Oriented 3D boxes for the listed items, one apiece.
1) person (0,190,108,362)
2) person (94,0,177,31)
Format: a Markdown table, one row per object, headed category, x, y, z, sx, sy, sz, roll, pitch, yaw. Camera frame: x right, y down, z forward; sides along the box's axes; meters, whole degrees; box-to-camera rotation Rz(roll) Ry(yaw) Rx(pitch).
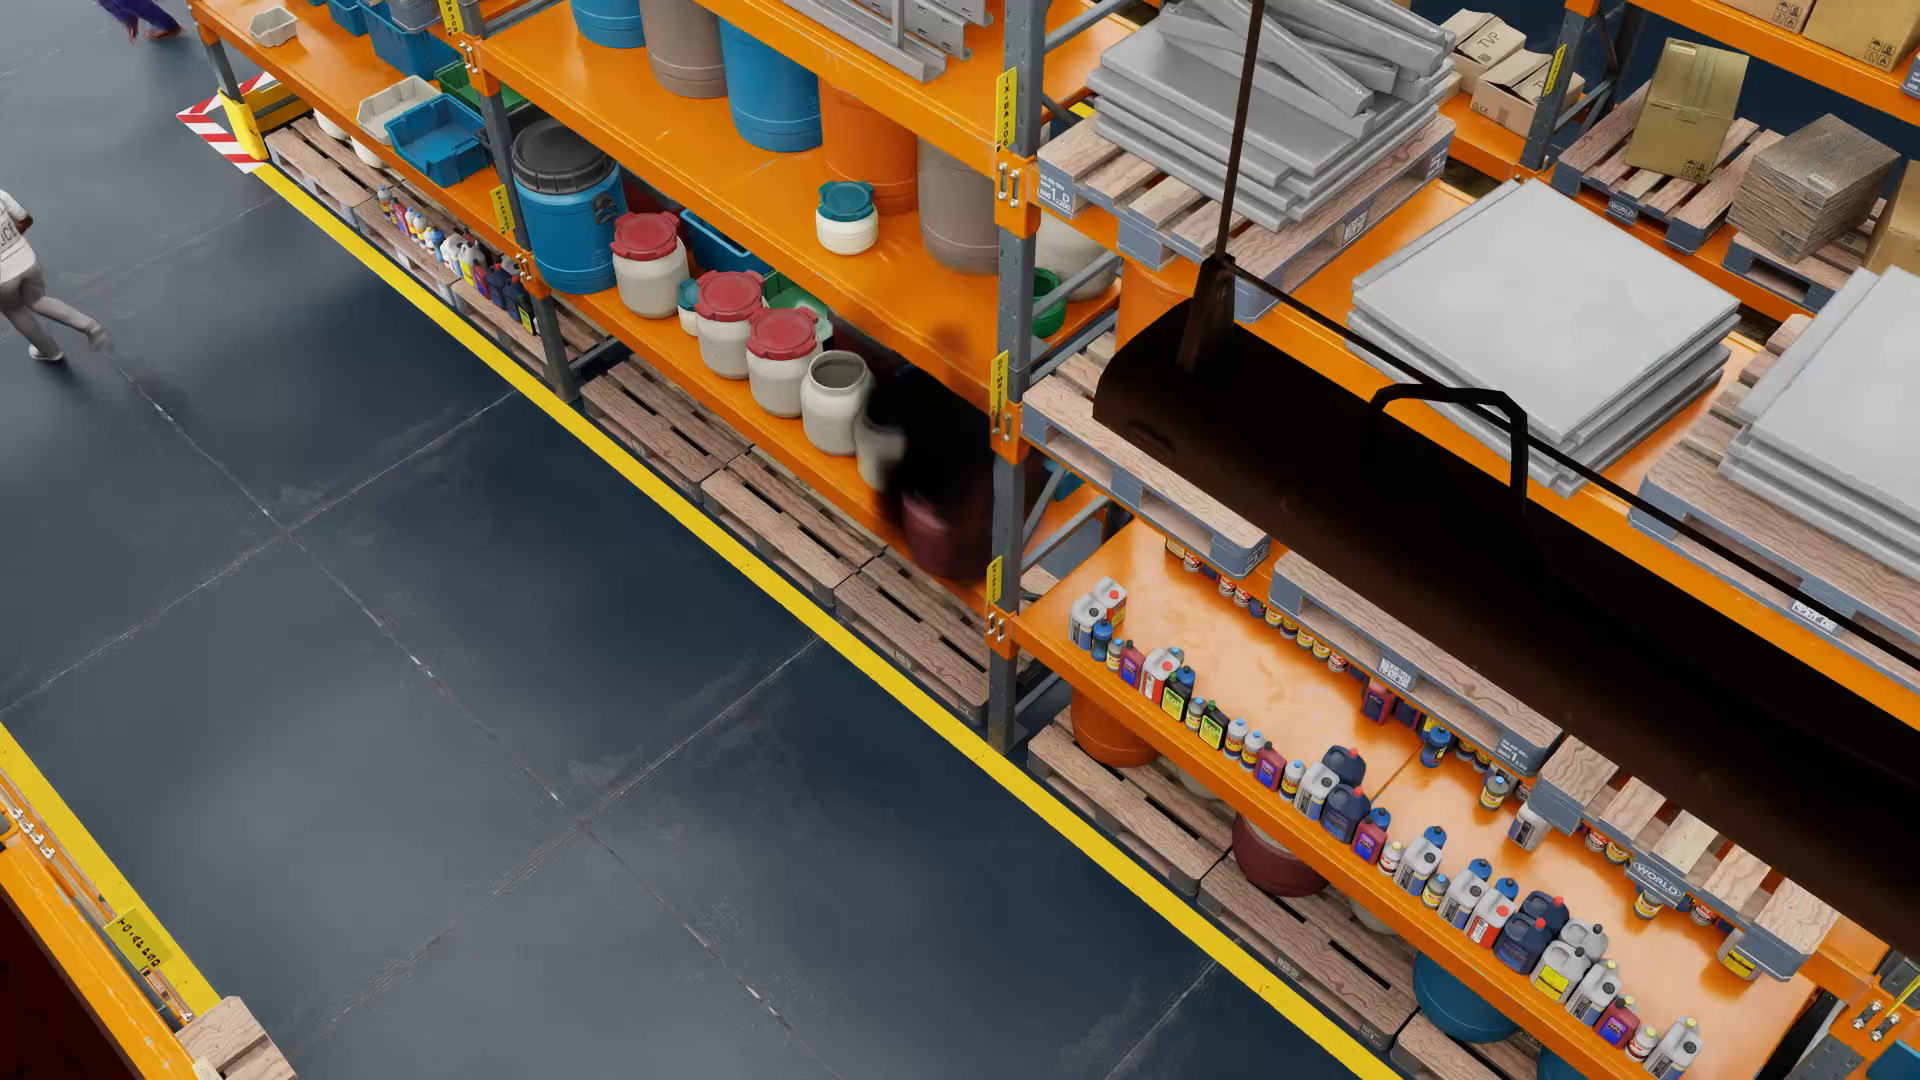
| category | x | y | z | sx | sy | sz | roll | pitch | yaw |
| --- | --- | --- | --- | --- | --- | --- | --- | --- | --- |
| person | -6.134 | -1.730 | 10.771 | 0.684 | 1.688 | 0.583 | 21 | 53 | 17 |
| person | -6.859 | -4.683 | 13.198 | 0.747 | 1.490 | 0.564 | -10 | 51 | -9 |
